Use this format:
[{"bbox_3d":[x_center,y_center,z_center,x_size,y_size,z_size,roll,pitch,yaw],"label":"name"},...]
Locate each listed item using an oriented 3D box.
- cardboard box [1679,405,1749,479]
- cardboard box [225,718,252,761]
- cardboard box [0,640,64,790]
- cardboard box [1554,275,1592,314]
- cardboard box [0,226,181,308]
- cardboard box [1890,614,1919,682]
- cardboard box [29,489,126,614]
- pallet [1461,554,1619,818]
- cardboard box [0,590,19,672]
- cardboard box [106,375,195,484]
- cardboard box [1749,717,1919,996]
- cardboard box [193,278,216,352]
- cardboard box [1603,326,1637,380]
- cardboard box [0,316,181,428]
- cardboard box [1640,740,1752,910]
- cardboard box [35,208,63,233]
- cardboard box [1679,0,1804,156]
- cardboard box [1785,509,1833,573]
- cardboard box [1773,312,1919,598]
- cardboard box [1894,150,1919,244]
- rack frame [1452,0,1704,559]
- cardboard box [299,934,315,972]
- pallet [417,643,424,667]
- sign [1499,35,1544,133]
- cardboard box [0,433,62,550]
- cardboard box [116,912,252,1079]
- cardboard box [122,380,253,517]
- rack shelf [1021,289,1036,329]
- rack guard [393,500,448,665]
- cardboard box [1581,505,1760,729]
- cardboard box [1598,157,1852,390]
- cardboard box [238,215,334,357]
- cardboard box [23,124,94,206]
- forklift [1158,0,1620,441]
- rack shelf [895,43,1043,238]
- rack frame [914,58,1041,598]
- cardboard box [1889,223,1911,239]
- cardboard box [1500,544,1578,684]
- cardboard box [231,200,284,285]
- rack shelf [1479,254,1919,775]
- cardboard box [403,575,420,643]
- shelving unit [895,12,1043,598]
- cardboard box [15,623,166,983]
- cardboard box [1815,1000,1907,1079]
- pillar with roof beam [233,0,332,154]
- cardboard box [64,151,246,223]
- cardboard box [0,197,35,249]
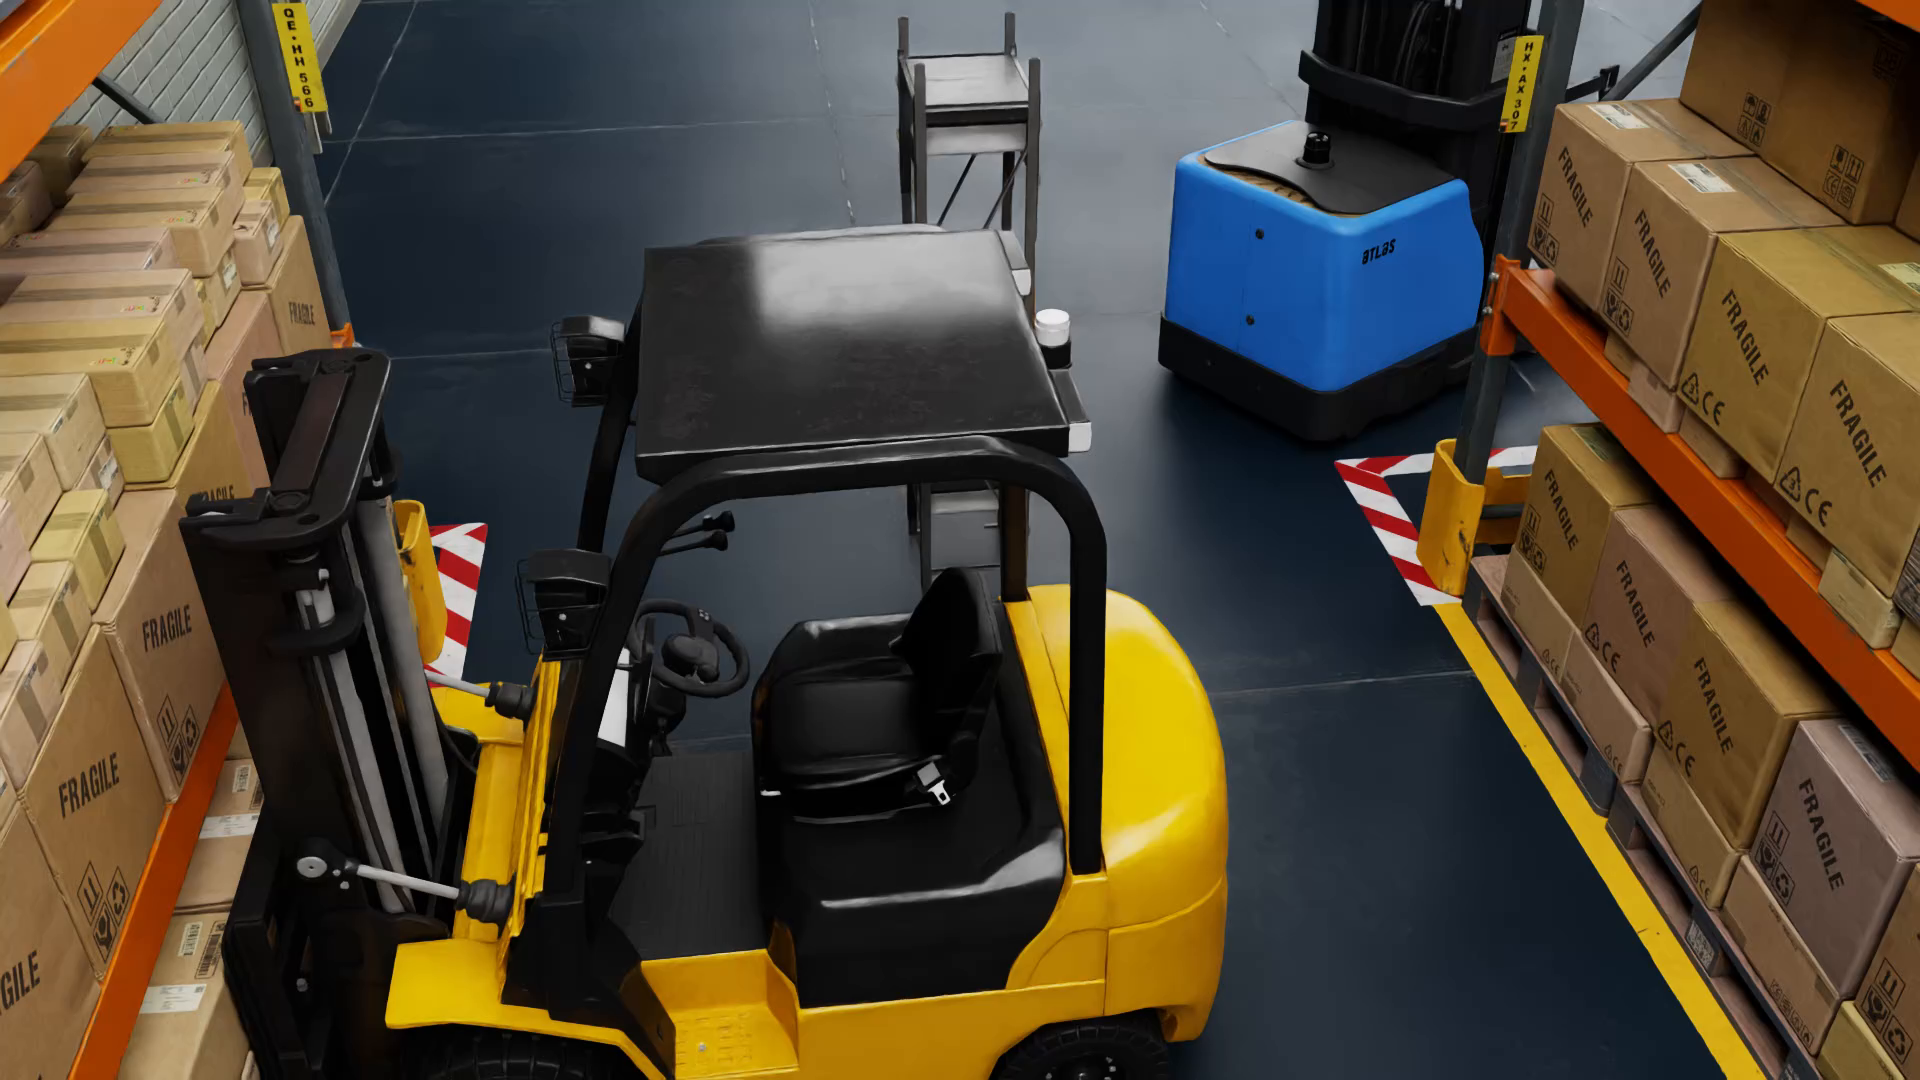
[{"bbox_3d":[2.312,-0.312,4.767,0.380,0.149,0.250,-3,34,-5],"label":"cardboard box"},{"bbox_3d":[-1.983,0.524,4.498,0.500,0.250,0.500,-4,34,-6],"label":"cardboard box"},{"bbox_3d":[-1.843,0.324,2.946,0.380,0.149,0.250,-5,35,-7],"label":"cardboard box"},{"bbox_3d":[2.252,-0.893,5.619,0.380,0.149,0.250,-4,35,-6],"label":"cardboard box"},{"bbox_3d":[-2.164,-0.648,4.109,0.380,0.149,0.250,-4,34,-6],"label":"cardboard box"},{"bbox_3d":[2.460,0.266,3.919,0.380,0.149,0.250,-5,35,-7],"label":"cardboard box"},{"bbox_3d":[-1.939,0.037,3.368,0.380,0.149,0.250,-5,35,-7],"label":"cardboard box"},{"bbox_3d":[2.496,0.449,5.904,1.003,0.211,1.213,-4,35,-6],"label":"pallet"},{"bbox_3d":[-1.880,0.201,2.863,0.380,0.149,0.250,-5,35,-7],"label":"cardboard box"},{"bbox_3d":[-1.985,-0.247,3.784,0.380,0.149,0.250,-4,34,-6],"label":"cardboard box"},{"bbox_3d":[2.464,0.805,4.308,0.500,0.500,0.500,-3,34,-4],"label":"cardboard box"},{"bbox_3d":[-2.122,-0.532,4.202,0.380,0.149,0.250,-5,35,-7],"label":"cardboard box"},{"bbox_3d":[2.256,-0.599,5.188,0.380,0.149,0.250,-5,35,-8],"label":"cardboard box"},{"bbox_3d":[-1.978,-0.367,3.697,0.380,0.149,0.250,-4,34,-5],"label":"cardboard box"},{"bbox_3d":[2.393,0.821,4.950,0.500,0.250,0.500,-2,34,-3],"label":"cardboard box"},{"bbox_3d":[-2.621,-0.791,4.583,0.380,0.149,0.250,-4,35,-6],"label":"cardboard box"},{"bbox_3d":[2.697,-1.511,5.062,0.700,0.500,0.500,-5,35,-8],"label":"cardboard box"},{"bbox_3d":[2.414,-0.019,4.338,0.380,0.149,0.250,-5,35,-8],"label":"cardboard box"},{"bbox_3d":[2.420,-0.224,4.063,0.500,0.500,0.500,-5,35,-7],"label":"cardboard box"},{"bbox_3d":[2.928,-0.951,4.241,0.700,0.500,0.500,-5,35,-7],"label":"cardboard box"},{"bbox_3d":[2.412,-1.202,5.850,1.000,3.000,0.127,-4,35,-6],"label":"rack frame"},{"bbox_3d":[-1.920,1.027,4.204,0.500,0.250,0.500,-4,35,-7],"label":"cardboard box"},{"bbox_3d":[-2.362,0.752,5.459,1.003,0.211,1.213,-4,35,-6],"label":"pallet"},{"bbox_3d":[1.874,-1.518,5.546,0.100,0.325,0.005,-4,35,-6],"label":"sign"},{"bbox_3d":[-2.020,-0.075,3.267,0.380,0.149,0.250,-4,35,-6],"label":"cardboard box"},{"bbox_3d":[-1.860,1.101,3.651,0.500,0.250,0.500,-3,34,-5],"label":"cardboard box"},{"bbox_3d":[-2.050,-0.034,4.048,0.500,0.500,0.500,-5,35,-7],"label":"cardboard box"},{"bbox_3d":[0.022,-0.764,6.031,0.431,0.518,0.480,-4,35,-6],"label":"rack shelf"},{"bbox_3d":[-2.510,0.196,6.019,1.175,0.500,0.348,-4,35,-6],"label":"rack guard"},{"bbox_3d":[2.325,0.227,5.156,0.500,0.500,0.500,-6,35,-8],"label":"cardboard box"},{"bbox_3d":[2.273,-0.792,4.895,0.500,0.500,0.500,-3,34,-5],"label":"cardboard box"},{"bbox_3d":[-2.180,-0.610,4.893,0.500,0.500,0.500,-5,35,-7],"label":"cardboard box"},{"bbox_3d":[-2.673,-1.052,4.702,0.380,0.149,0.250,-5,35,-7],"label":"cardboard box"},{"bbox_3d":[2.394,-2.327,7.562,3.031,2.935,1.130,-25,41,-32],"label":"forklift"},{"bbox_3d":[0.022,-1.342,5.637,0.431,0.518,0.480,-4,35,-6],"label":"rack shelf"},{"bbox_3d":[0.055,-0.639,5.823,0.400,2.100,0.015,-4,35,-6],"label":"rack frame"},{"bbox_3d":[2.821,-0.804,4.914,0.500,0.500,0.500,-4,35,-6],"label":"cardboard box"},{"bbox_3d":[2.246,0.232,5.815,0.500,0.250,0.500,-5,35,-7],"label":"cardboard box"},{"bbox_3d":[-2.118,-0.820,4.626,0.380,0.149,0.250,-4,34,-6],"label":"cardboard box"},{"bbox_3d":[2.681,0.212,4.415,1.077,0.370,4.000,-4,35,-6],"label":"rack shelf"},{"bbox_3d":[-2.130,0.377,5.602,0.500,0.250,0.500,-4,34,-6],"label":"cardboard box"},{"bbox_3d":[0.022,-0.775,6.023,0.431,2.100,0.503,-4,35,-6],"label":"shelving unit"},{"bbox_3d":[-1.925,0.528,3.223,0.500,0.500,0.500,-5,35,-7],"label":"cardboard box"},{"bbox_3d":[2.522,1.387,4.120,0.500,0.250,0.500,-5,35,-8],"label":"cardboard box"},{"bbox_3d":[0.153,-6.520,8.327,9.100,9.000,0.400,-4,35,-6],"label":"pillar with roof beam"},{"bbox_3d":[-2.185,-0.937,4.532,0.380,0.149,0.250,-4,35,-6],"label":"cardboard box"},{"bbox_3d":[-2.622,-0.758,4.269,0.380,0.149,0.250,-4,34,-5],"label":"cardboard box"}]
